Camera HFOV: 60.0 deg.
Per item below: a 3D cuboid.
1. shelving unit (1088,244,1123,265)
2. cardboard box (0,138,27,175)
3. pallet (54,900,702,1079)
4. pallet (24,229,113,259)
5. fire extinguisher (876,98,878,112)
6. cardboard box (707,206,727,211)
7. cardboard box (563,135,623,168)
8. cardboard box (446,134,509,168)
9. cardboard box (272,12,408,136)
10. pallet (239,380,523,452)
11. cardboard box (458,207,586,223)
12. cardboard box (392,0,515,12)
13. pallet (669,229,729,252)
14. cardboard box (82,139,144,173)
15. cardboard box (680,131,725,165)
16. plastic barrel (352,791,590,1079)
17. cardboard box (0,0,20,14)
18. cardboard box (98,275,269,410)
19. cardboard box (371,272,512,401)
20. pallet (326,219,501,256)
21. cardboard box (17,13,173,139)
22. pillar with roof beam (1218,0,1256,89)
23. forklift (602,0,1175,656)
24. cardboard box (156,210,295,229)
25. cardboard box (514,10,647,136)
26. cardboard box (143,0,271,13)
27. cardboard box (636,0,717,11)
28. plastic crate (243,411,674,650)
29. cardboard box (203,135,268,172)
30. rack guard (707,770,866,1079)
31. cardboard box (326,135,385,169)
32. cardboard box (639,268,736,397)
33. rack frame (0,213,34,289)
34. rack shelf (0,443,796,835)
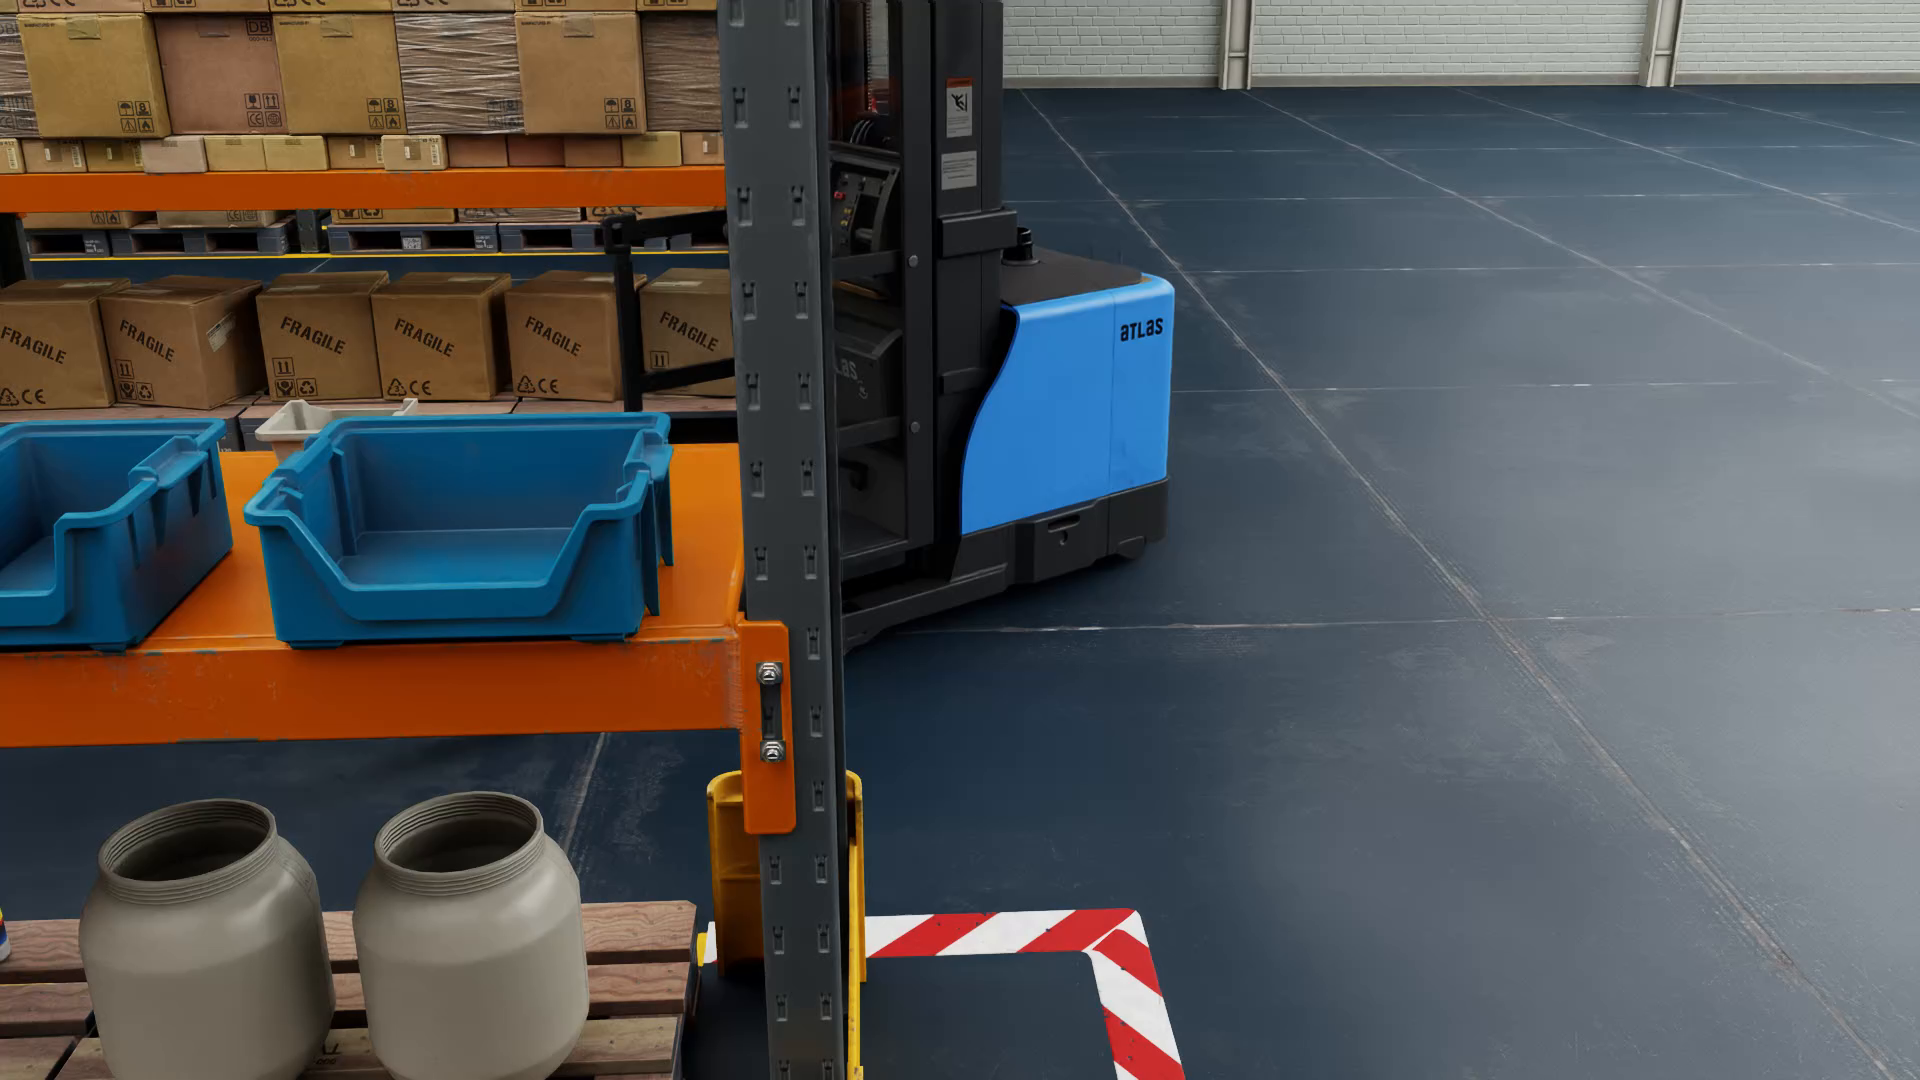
[{"bbox_3d":[0.501,-0.683,6.940,0.252,1.050,0.215,-15,26,-35],"label":"shelving unit"},{"bbox_3d":[-4.088,-1.675,7.158,0.250,0.149,0.380,-1,21,-3],"label":"cardboard box"},{"bbox_3d":[-1.179,1.120,3.384,1.213,0.211,1.003,-1,21,-3],"label":"pallet"},{"bbox_3d":[-6.740,-2.287,12.332,1.213,0.211,1.003,-1,21,-3],"label":"pallet"},{"bbox_3d":[-0.436,-1.778,7.185,0.183,0.674,0.296,-1,21,-3],"label":"fire extinguisher"},{"bbox_3d":[-1.433,-2.906,12.434,0.875,0.875,0.875,-1,21,-3],"label":"cardboard box"},{"bbox_3d":[-1.597,-1.752,7.359,0.250,0.149,0.380,-1,21,-3],"label":"cardboard box"},{"bbox_3d":[-2.097,-1.748,7.350,0.250,0.149,0.380,-1,21,-3],"label":"cardboard box"},{"bbox_3d":[-2.622,-2.107,7.380,0.500,0.500,0.875,-1,21,-3],"label":"cardboard box"},{"bbox_3d":[-2.681,-0.643,8.014,1.213,0.211,1.003,-1,21,-3],"label":"pallet"},{"bbox_3d":[-3.221,-2.869,12.338,0.875,0.875,0.875,-1,21,-3],"label":"cardboard box"},{"bbox_3d":[-2.110,-2.508,7.030,0.500,0.500,0.500,-1,21,-3],"label":"cardboard box"},{"bbox_3d":[-1.553,-2.393,12.609,1.213,0.211,1.003,-1,21,-3],"label":"pallet"},{"bbox_3d":[-3.591,-1.699,7.220,0.250,0.149,0.380,-1,21,-3],"label":"cardboard box"},{"bbox_3d":[-1.099,-1.774,7.419,0.250,0.149,0.380,-1,21,-3],"label":"cardboard box"},{"bbox_3d":[-0.947,0.791,3.235,0.421,0.512,0.421,0,21,0],"label":"plastic barrel"},{"bbox_3d":[-4.107,-2.466,6.920,0.500,0.500,0.500,-1,21,-3],"label":"cardboard box"},{"bbox_3d":[-3.598,-0.931,7.773,0.500,0.500,0.500,5,22,14],"label":"cardboard box"},{"bbox_3d":[-2.422,-0.967,7.868,0.500,0.500,0.500,1,21,2],"label":"cardboard box"},{"bbox_3d":[-3.989,-2.343,12.479,1.213,0.211,1.003,-1,21,-3],"label":"pallet"},{"bbox_3d":[-3.617,-2.065,7.271,0.500,0.500,0.875,-1,21,-3],"label":"cardboard box"},{"bbox_3d":[4.060,-8.962,17.512,0.400,9.000,9.100,-1,21,-3],"label":"pillar with roof beam"},{"bbox_3d":[-0.665,-1.141,5.498,3.031,2.935,1.130,-15,26,-35],"label":"forklift"},{"bbox_3d":[-5.367,-2.759,12.223,0.750,0.750,1.050,-1,21,-3],"label":"cardboard box"},{"bbox_3d":[-1.620,-2.107,7.382,0.500,0.500,0.875,-1,21,-3],"label":"cardboard box"},{"bbox_3d":[-3.108,-2.487,6.974,0.500,0.500,0.500,-1,21,-3],"label":"cardboard box"},{"bbox_3d":[-1.112,-2.530,7.086,0.500,0.500,0.500,-1,21,-3],"label":"cardboard box"},{"bbox_3d":[-0.777,-0.030,2.694,0.616,0.251,0.499,-1,21,-3],"label":"plastic crate"},{"bbox_3d":[-3.092,-1.709,7.247,0.250,0.149,0.380,-1,21,-3],"label":"cardboard box"},{"bbox_3d":[-0.368,0.970,3.370,0.348,0.500,1.175,-1,21,-3],"label":"rack guard"},{"bbox_3d":[-2.595,-1.731,7.305,0.250,0.149,0.380,-1,21,-3],"label":"cardboard box"},{"bbox_3d":[-1.201,-0.997,7.947,0.500,0.500,0.500,3,21,7],"label":"cardboard box"},{"bbox_3d":[-4.571,-1.895,7.382,0.127,3.000,1.000,-1,21,-3],"label":"rack frame"},{"bbox_3d":[-2.291,0.160,2.995,4.000,0.370,1.077,-1,21,-3],"label":"rack shelf"}]
